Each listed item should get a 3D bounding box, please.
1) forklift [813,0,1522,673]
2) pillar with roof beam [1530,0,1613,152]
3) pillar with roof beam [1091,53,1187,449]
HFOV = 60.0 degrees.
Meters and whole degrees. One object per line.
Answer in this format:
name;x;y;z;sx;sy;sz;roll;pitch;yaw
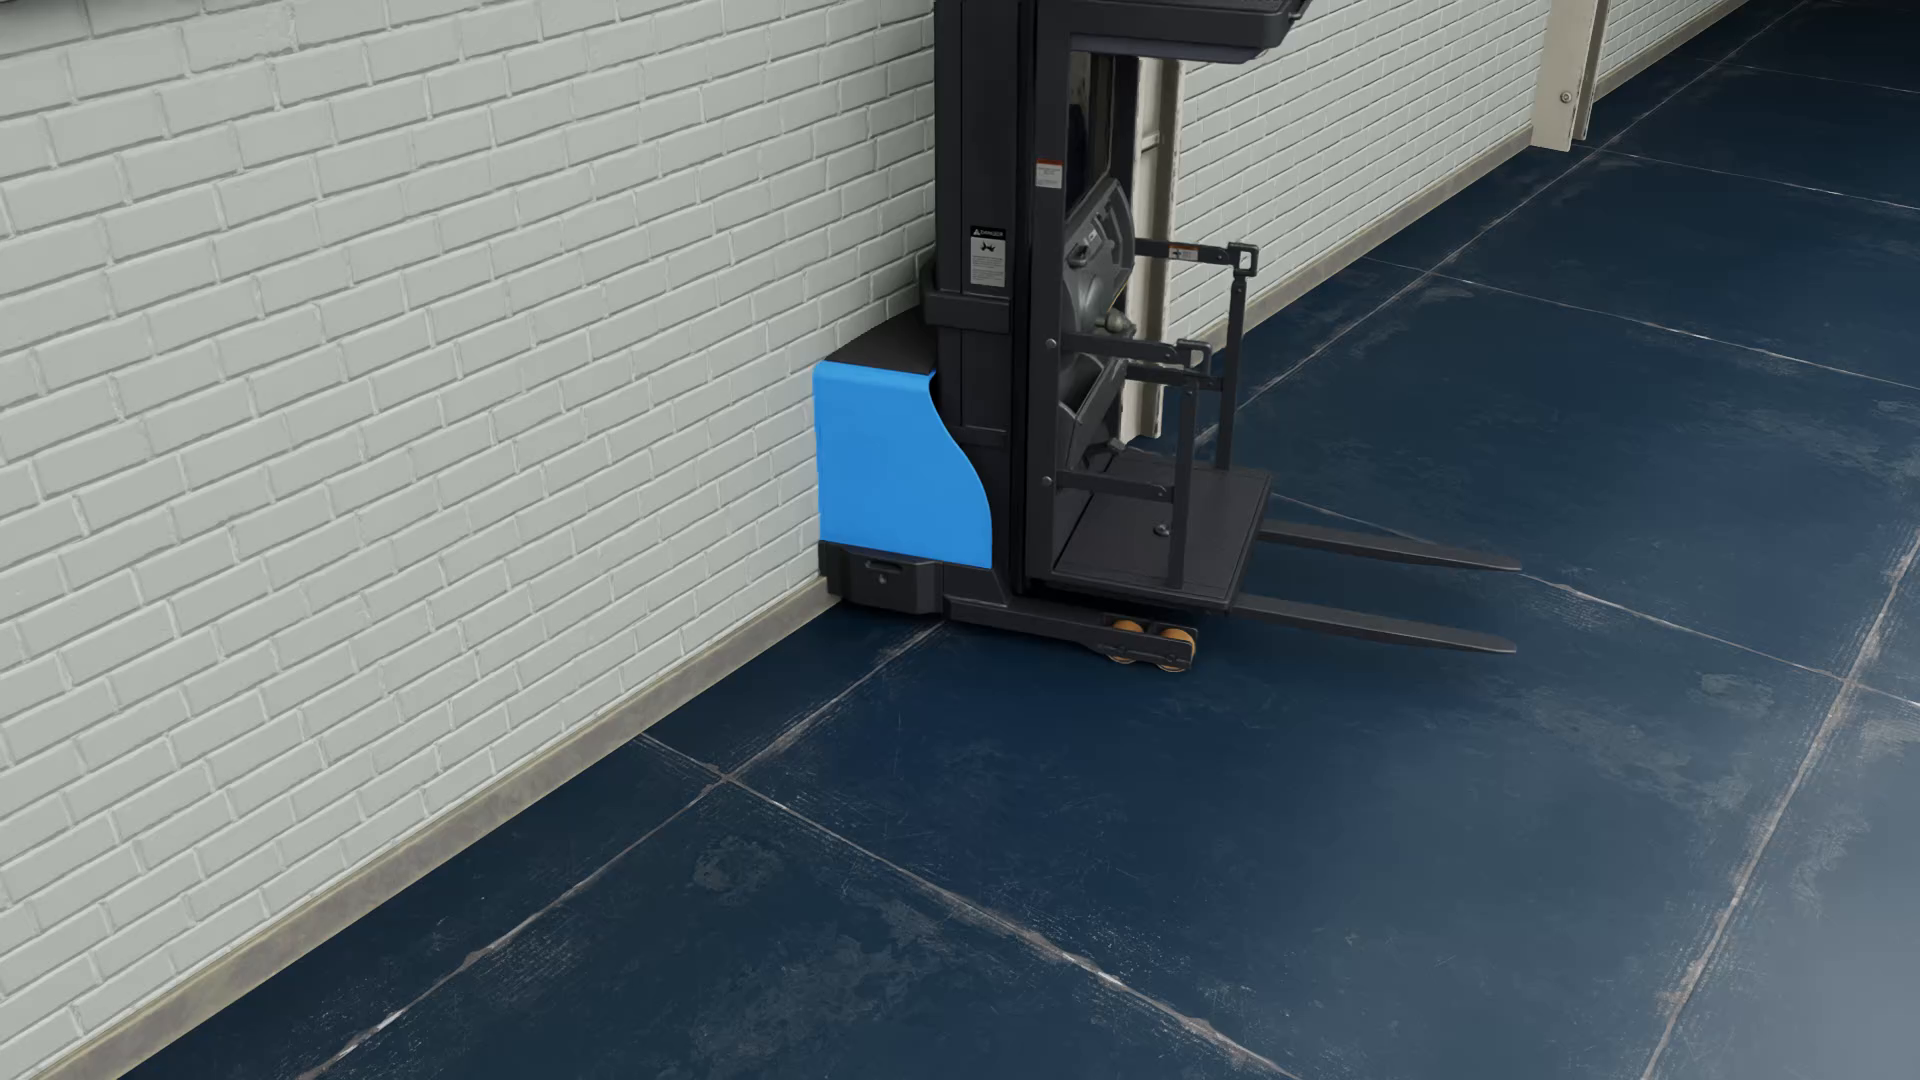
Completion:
forklift;0.709;-1.056;6.158;3.031;2.935;1.130;9;32;15
pillar with roof beam;7.795;-5.466;7.647;9.100;9.000;0.400;21;37;31
pillar with roof beam;4.173;-3.028;3.532;9.100;9.000;0.400;21;37;31
